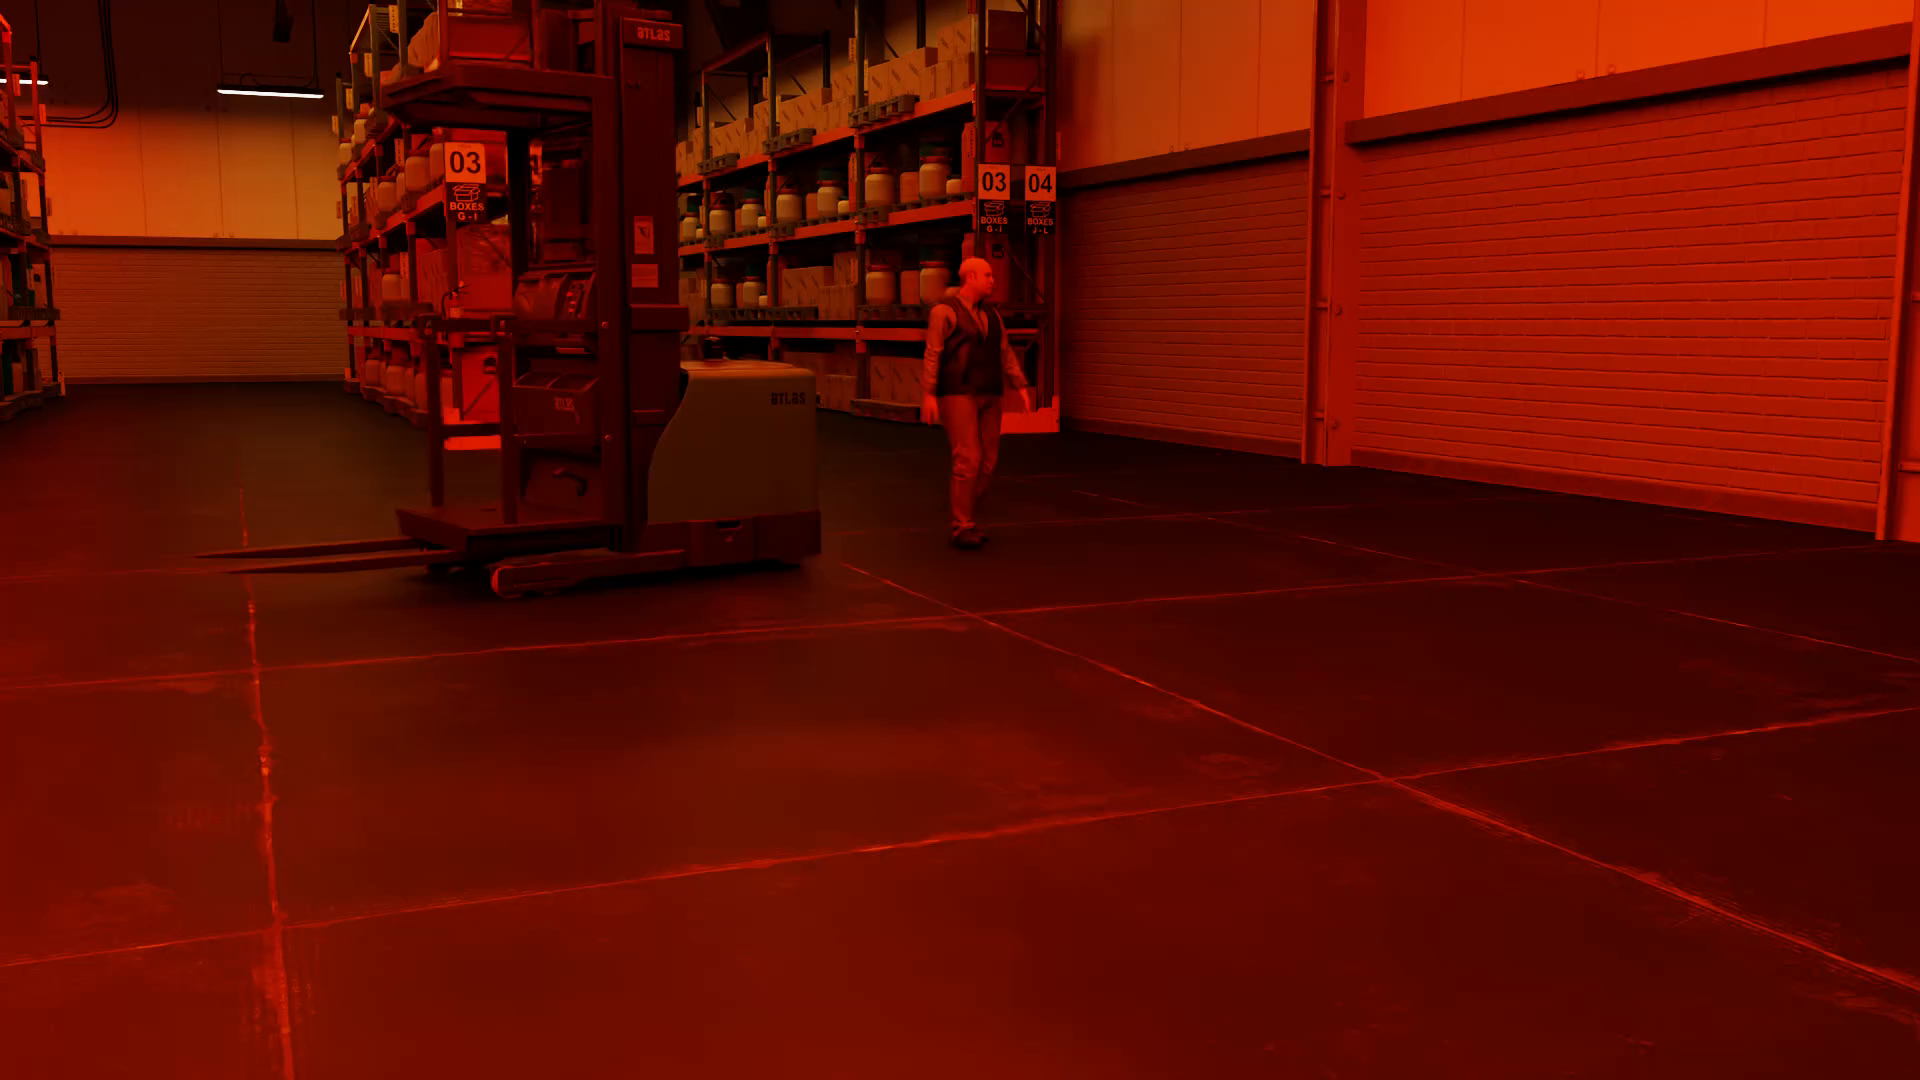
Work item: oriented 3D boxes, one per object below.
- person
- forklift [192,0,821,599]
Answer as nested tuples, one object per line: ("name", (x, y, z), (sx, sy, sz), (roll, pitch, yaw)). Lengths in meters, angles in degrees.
("person", (0.114, -0.822, 9.923), (0.670, 1.710, 0.559), (-7, 10, -44))
("forklift", (-2.242, -1.245, 8.383), (3.031, 2.935, 1.130), (-6, 9, -37))
